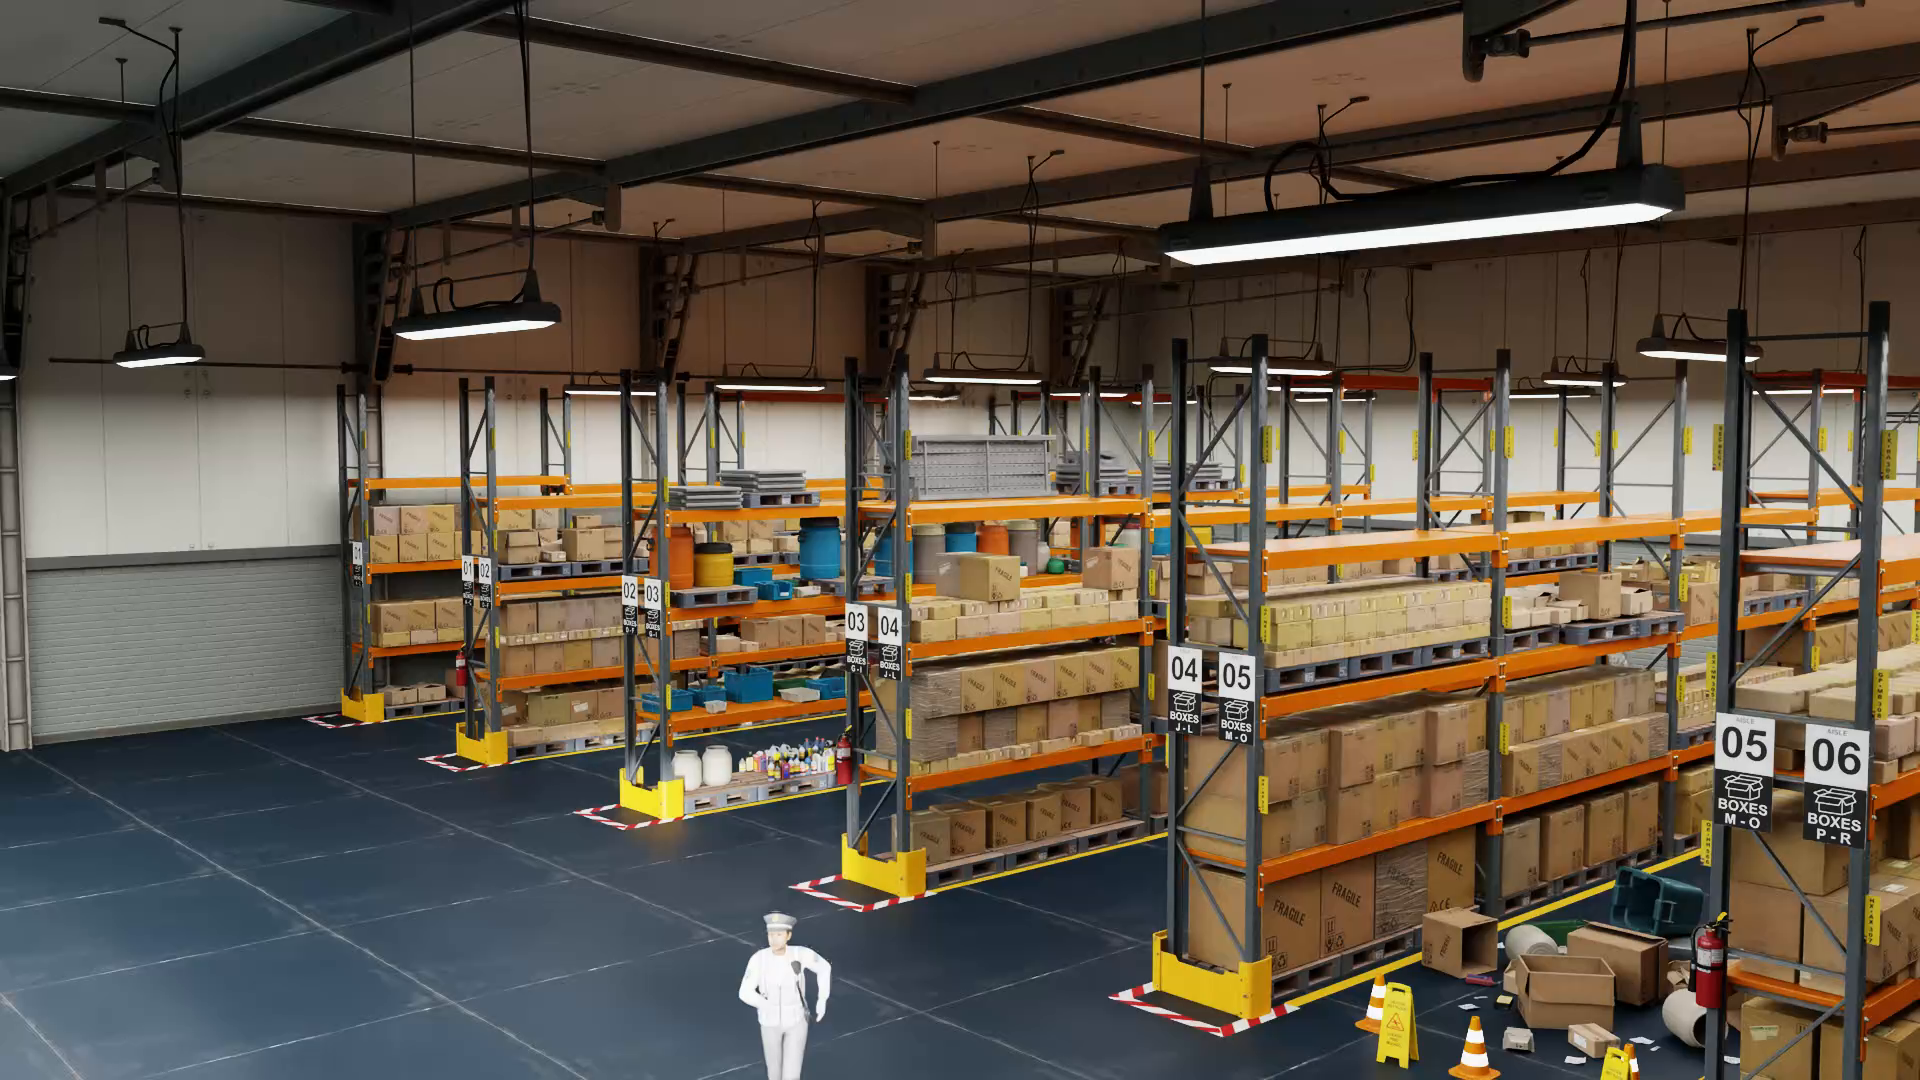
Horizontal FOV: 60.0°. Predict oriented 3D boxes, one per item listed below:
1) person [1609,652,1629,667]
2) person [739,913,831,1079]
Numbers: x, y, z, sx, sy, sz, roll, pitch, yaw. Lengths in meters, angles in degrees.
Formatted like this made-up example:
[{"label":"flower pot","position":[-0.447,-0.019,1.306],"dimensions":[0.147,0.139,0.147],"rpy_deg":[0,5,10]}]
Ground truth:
[{"label":"person","position":[11.871,2.359,30.204],"dimensions":[0.642,1.658,0.485],"rpy_deg":[-2,4,-27]},{"label":"person","position":[-1.265,3.529,12.092],"dimensions":[0.625,1.748,0.880],"rpy_deg":[0,4,5]}]
